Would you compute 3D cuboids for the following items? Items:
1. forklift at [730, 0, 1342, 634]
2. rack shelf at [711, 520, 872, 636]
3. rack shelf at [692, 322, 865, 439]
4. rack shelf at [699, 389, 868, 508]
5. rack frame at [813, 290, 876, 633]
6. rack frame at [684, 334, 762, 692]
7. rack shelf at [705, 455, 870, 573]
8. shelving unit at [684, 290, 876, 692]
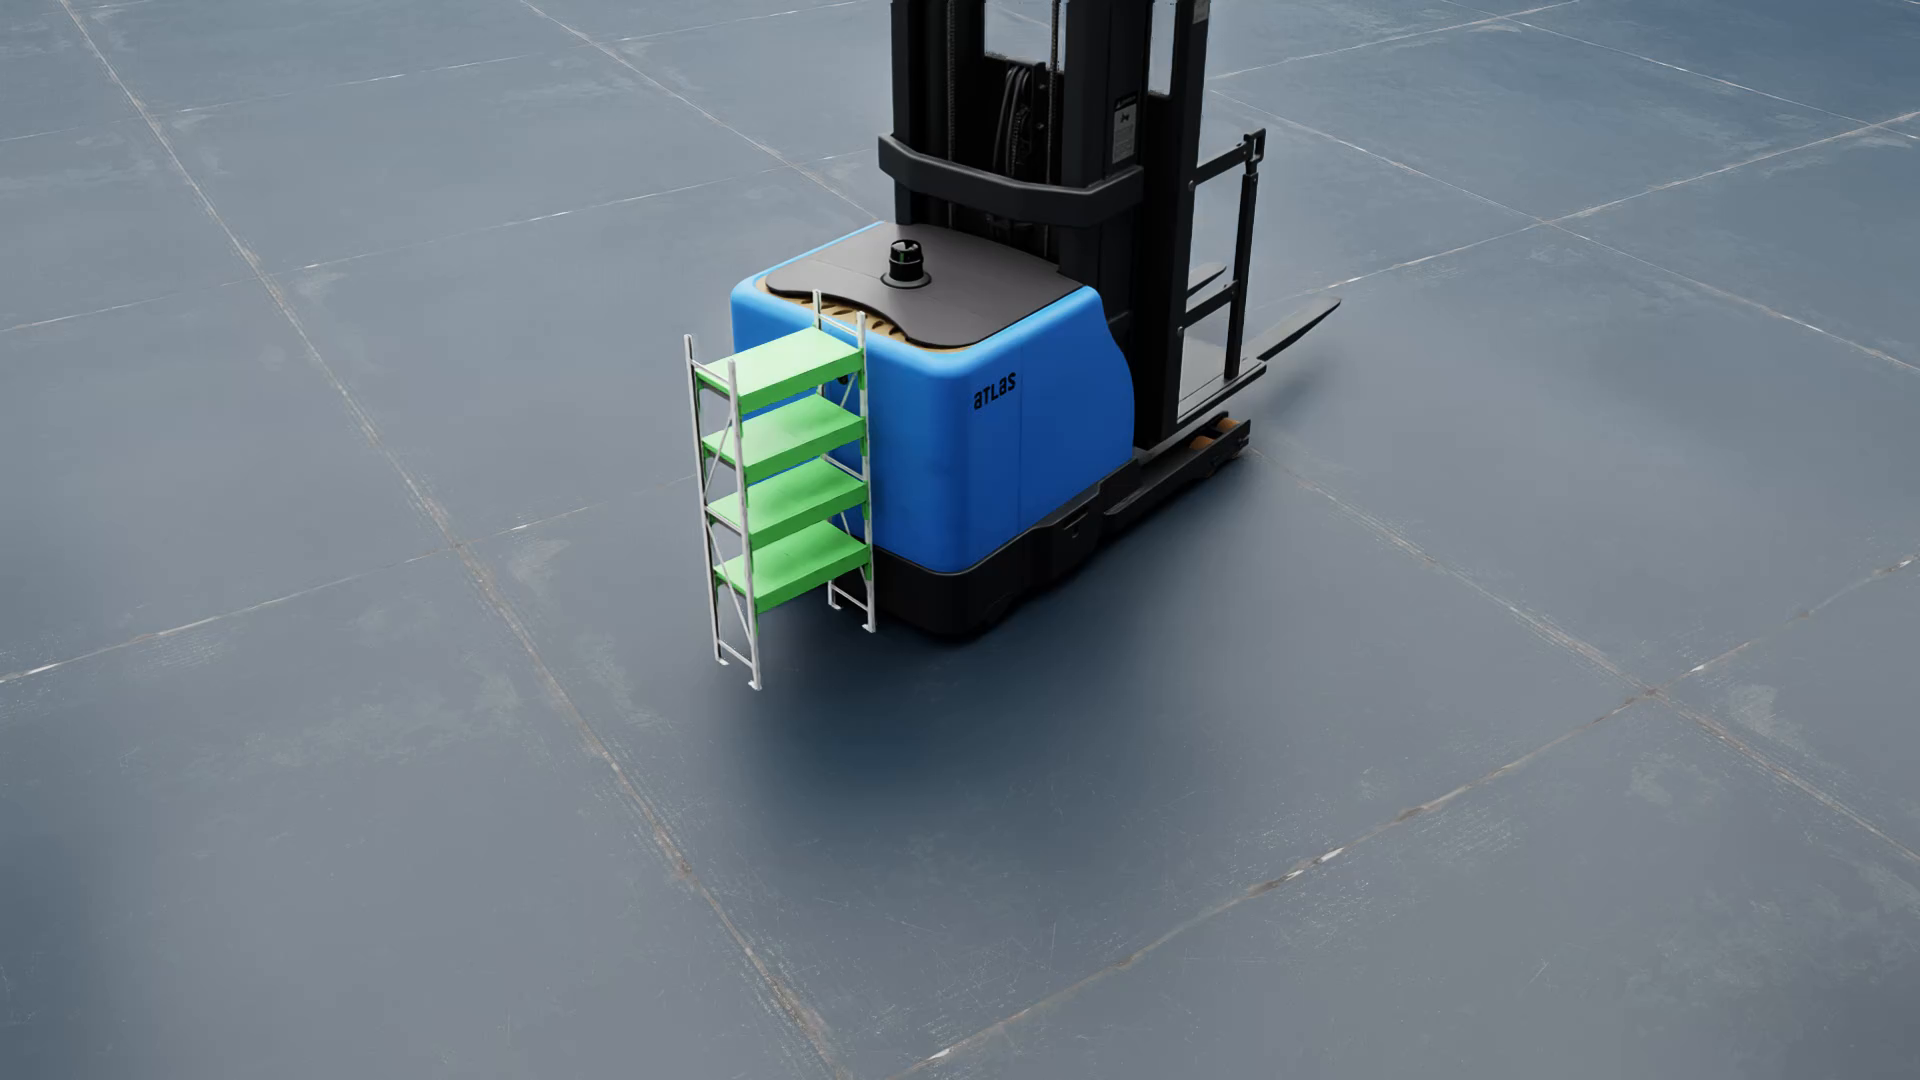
[{"bbox_3d":[0.526,-1.639,6.101,1.130,2.935,3.031,23,39,32],"label":"forklift"},{"bbox_3d":[-0.558,0.110,5.520,0.480,0.148,0.258,-26,41,-35],"label":"rack shelf"},{"bbox_3d":[-0.558,-0.499,5.136,0.480,0.148,0.258,-26,41,-35],"label":"rack shelf"},{"bbox_3d":[-0.558,-0.296,5.264,0.480,0.148,0.258,-26,41,-35],"label":"rack shelf"},{"bbox_3d":[-0.378,-0.234,5.497,0.015,1.200,0.240,-26,41,-35],"label":"rack frame"},{"bbox_3d":[-0.739,-0.059,5.219,0.015,1.200,0.240,-26,41,-35],"label":"rack frame"},{"bbox_3d":[-0.558,-0.093,5.392,0.480,0.148,0.258,-26,41,-35],"label":"rack shelf"},{"bbox_3d":[-0.558,-0.147,5.358,0.503,1.200,0.258,-26,41,-35],"label":"shelving unit"}]
